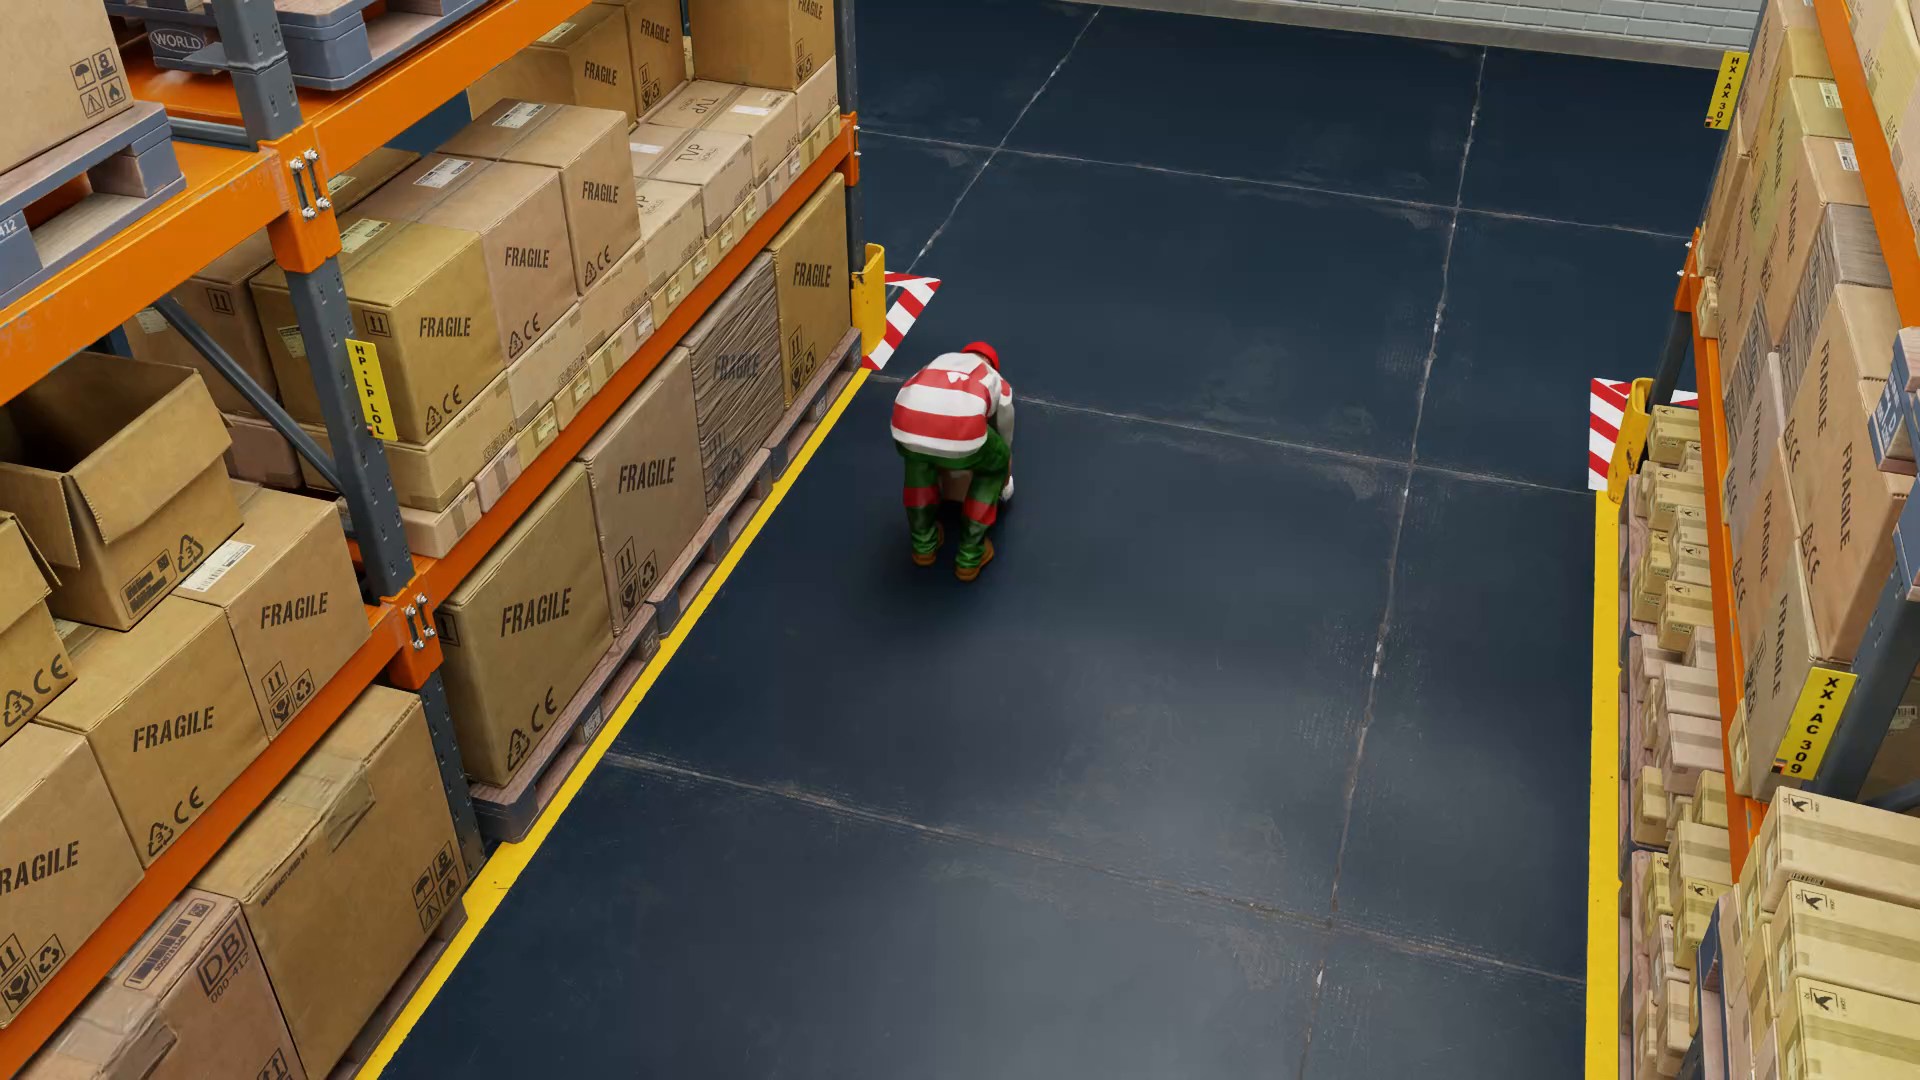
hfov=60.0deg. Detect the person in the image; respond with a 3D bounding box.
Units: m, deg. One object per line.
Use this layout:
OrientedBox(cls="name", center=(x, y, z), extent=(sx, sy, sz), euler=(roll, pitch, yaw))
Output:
OrientedBox(cls="person", center=(-4.814, 2.118, 3.946), extent=(7.682, 0.997, 11.568), euler=(9, 38, 12))
